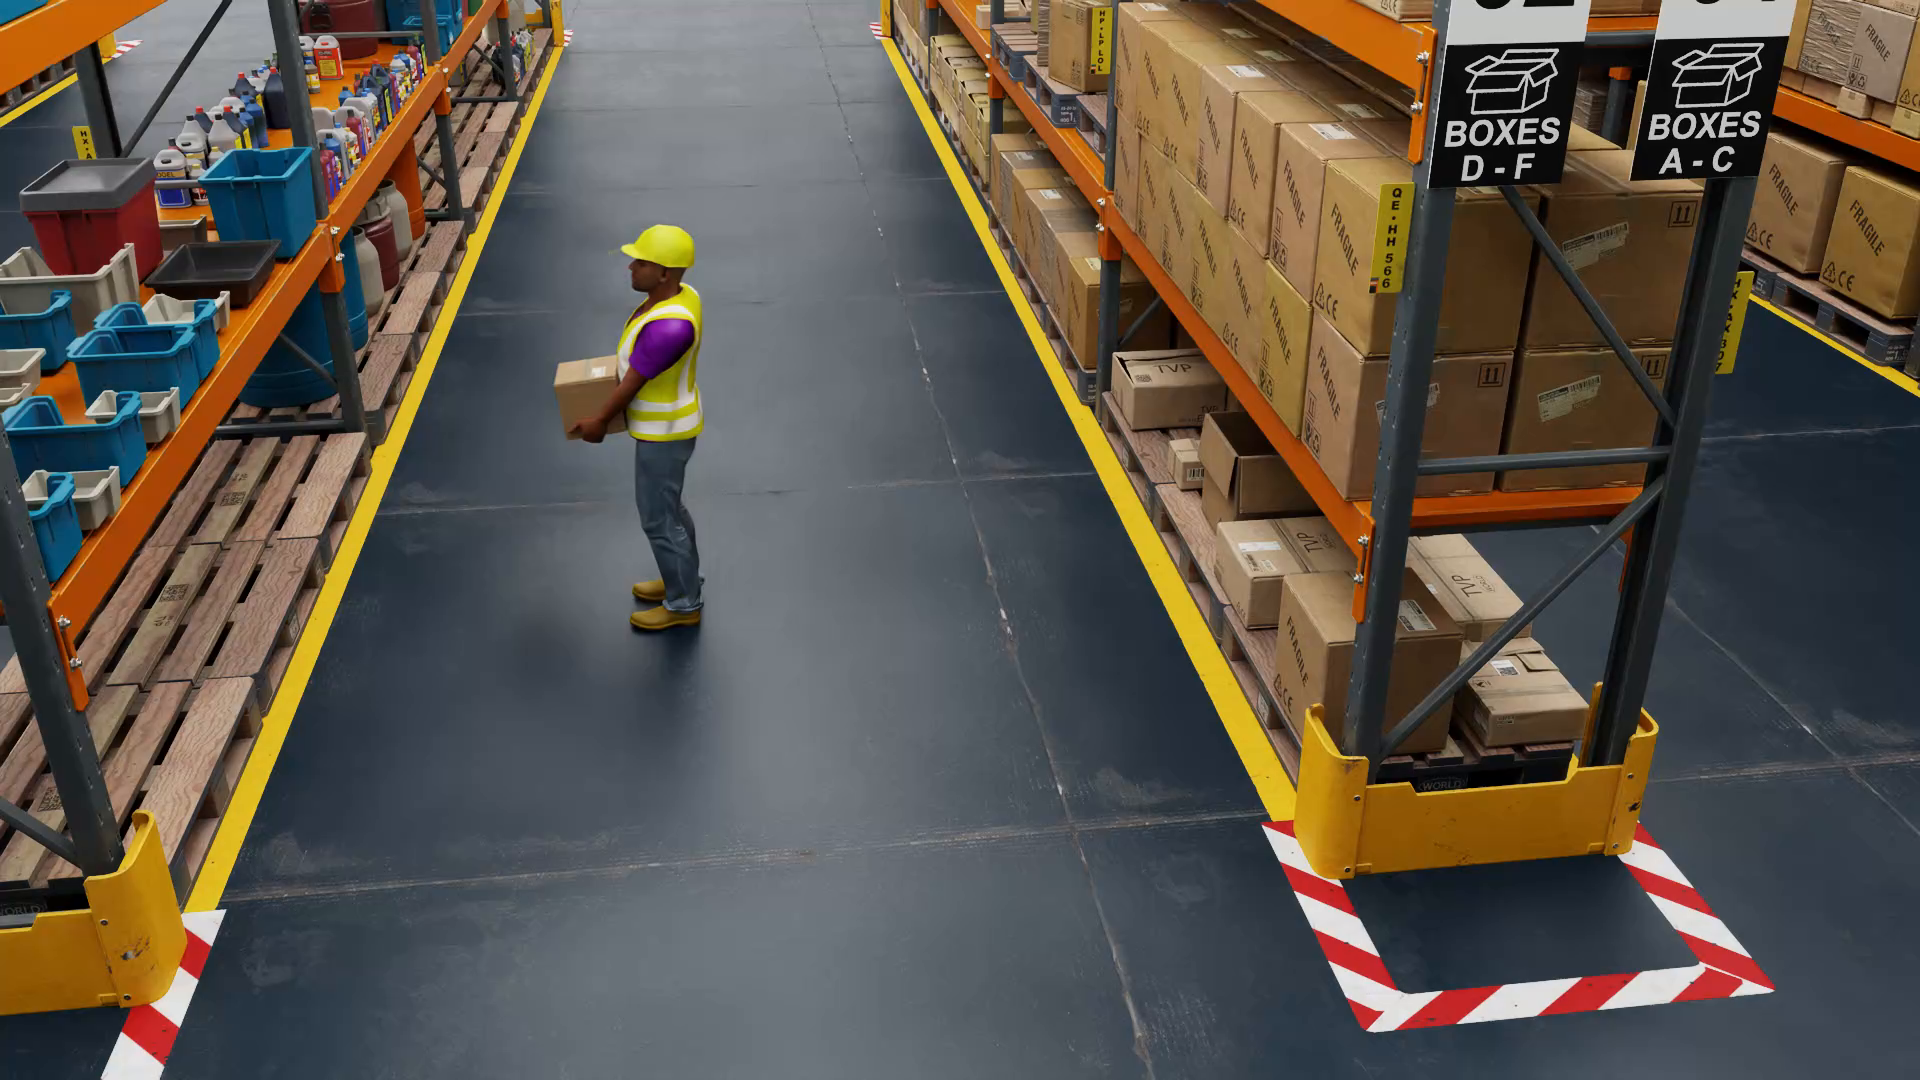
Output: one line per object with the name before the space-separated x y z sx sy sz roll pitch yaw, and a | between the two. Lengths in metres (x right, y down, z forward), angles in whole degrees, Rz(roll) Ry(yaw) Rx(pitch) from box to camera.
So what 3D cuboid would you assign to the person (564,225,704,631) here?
person | -1.355 -0.450 6.975 0.575 1.767 0.510 -4 27 -8
